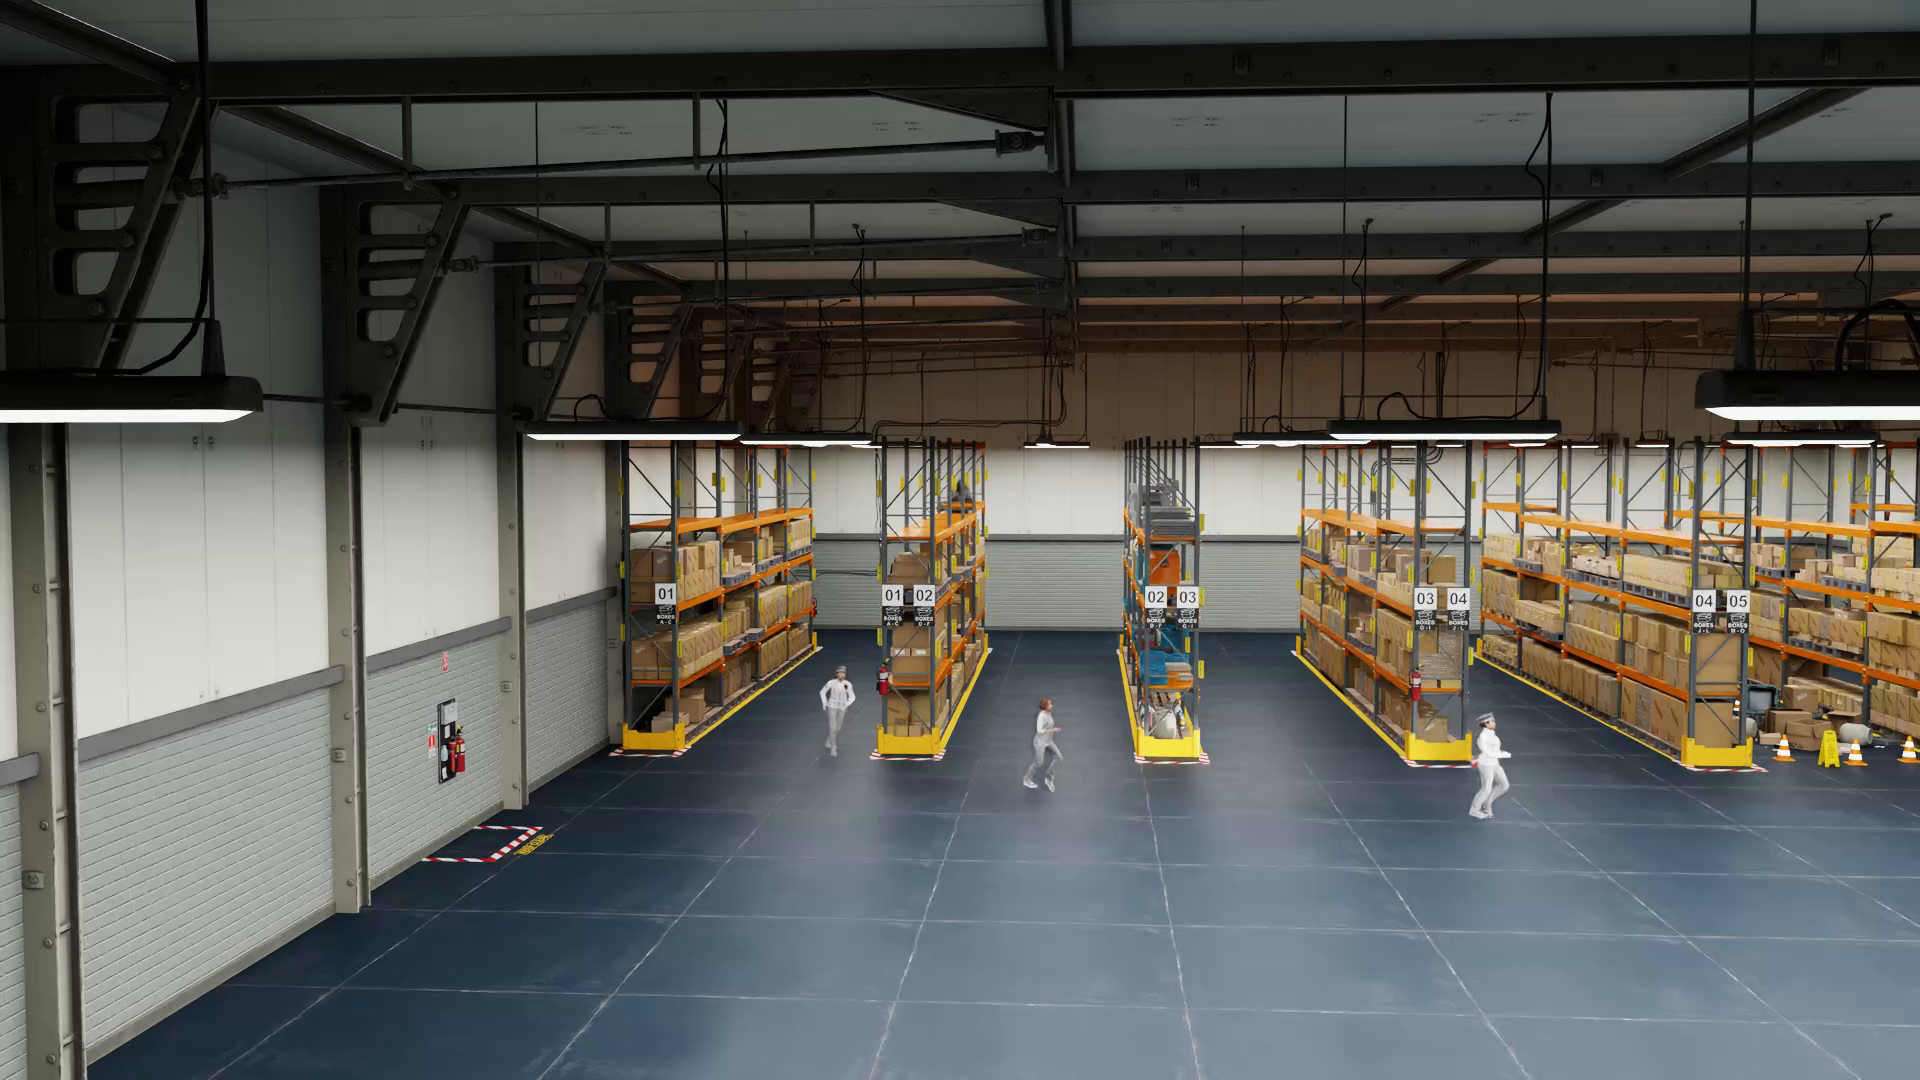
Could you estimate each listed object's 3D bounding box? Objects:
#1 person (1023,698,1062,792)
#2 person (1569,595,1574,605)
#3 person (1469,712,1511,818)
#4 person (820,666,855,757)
[{"bbox_3d":[1.375,3.437,27.902,0.717,1.597,0.521,2,3,29],"label":"person"},{"bbox_3d":[16.669,2.425,45.357,0.668,1.805,1.170,0,3,9],"label":"person"},{"bbox_3d":[8.238,3.491,25.795,0.631,1.661,0.587,2,4,33],"label":"person"},{"bbox_3d":[-2.313,3.216,31.522,0.646,1.688,0.754,-1,3,-17],"label":"person"}]
